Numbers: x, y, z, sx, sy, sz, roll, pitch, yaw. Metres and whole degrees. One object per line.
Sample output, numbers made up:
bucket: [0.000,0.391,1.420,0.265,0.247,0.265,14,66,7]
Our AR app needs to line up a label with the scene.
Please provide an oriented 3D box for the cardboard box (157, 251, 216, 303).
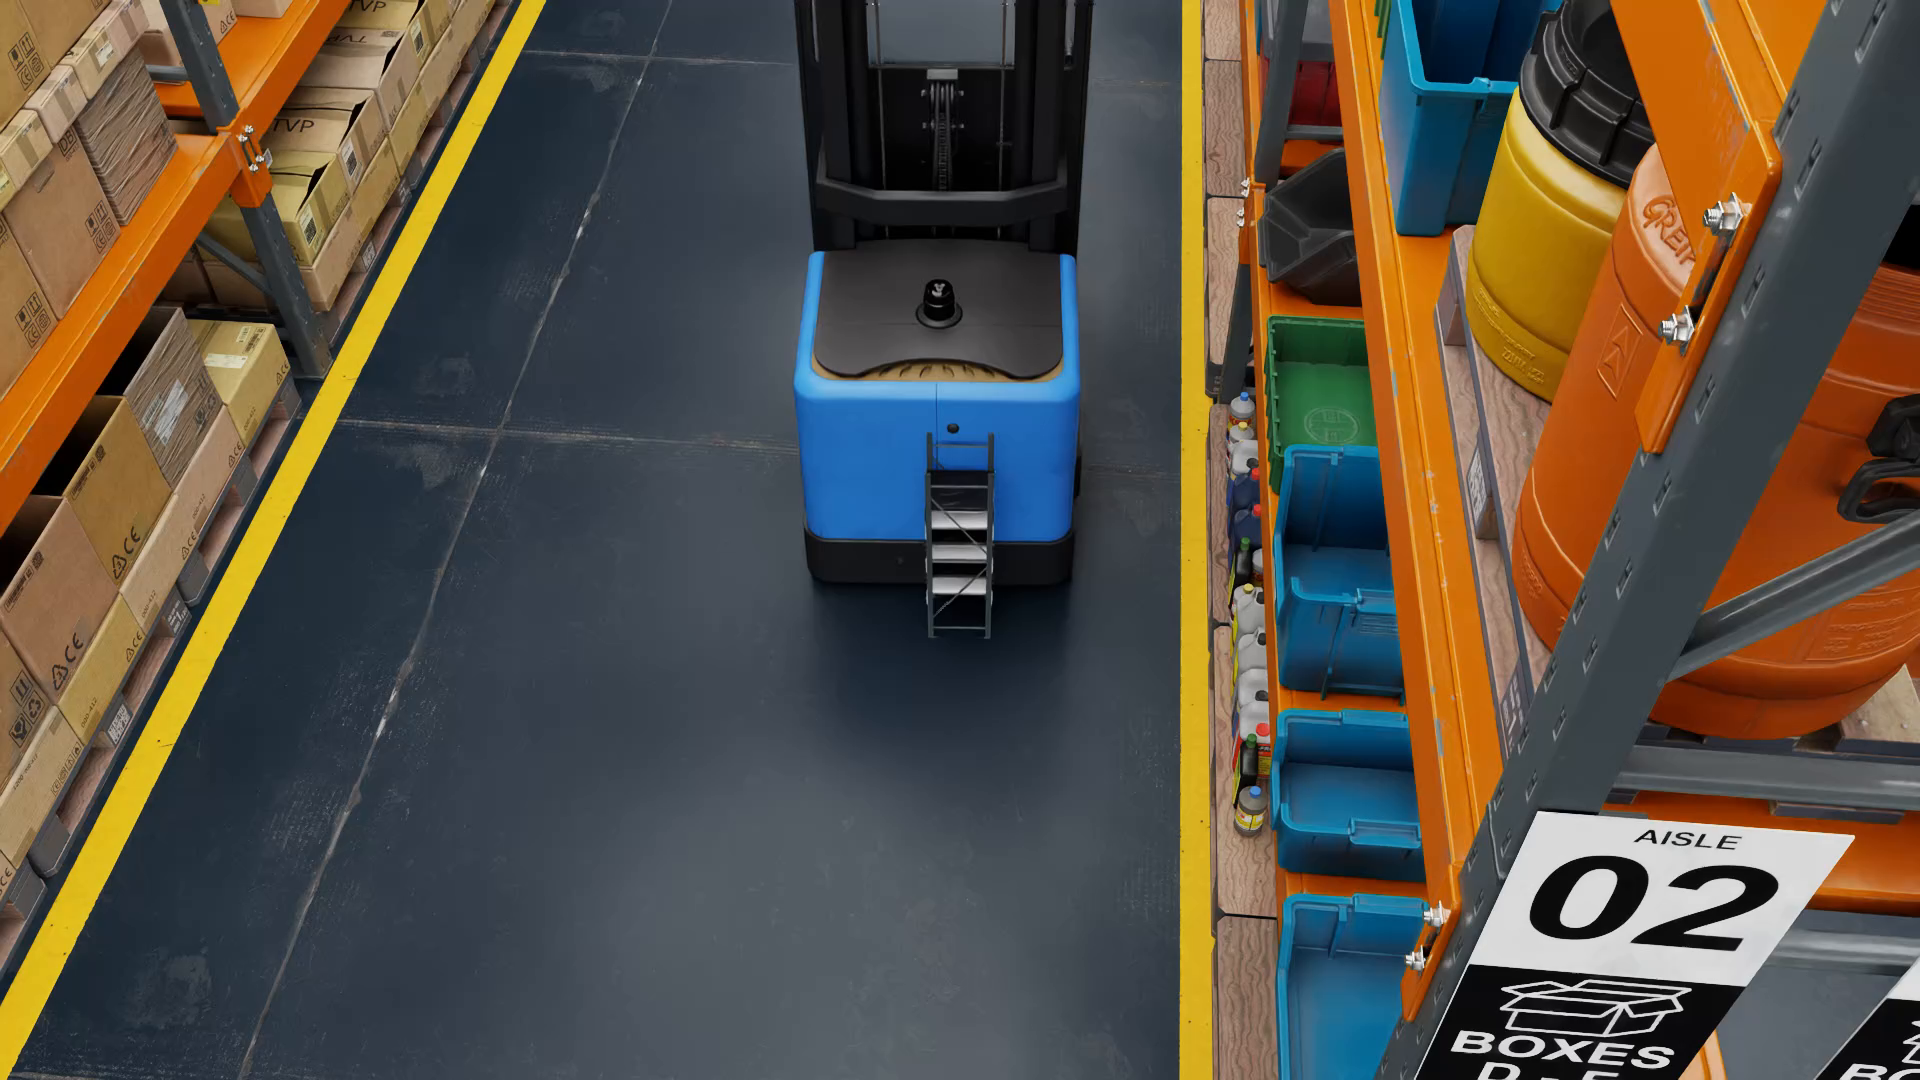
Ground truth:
cardboard box: [-3.580,-1.341,7.548,0.500,0.250,0.500,3,48,3]

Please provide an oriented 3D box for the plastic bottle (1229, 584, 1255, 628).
plastic bottle: [1.050,0.239,6.122,0.097,0.201,0.097,0,48,0]

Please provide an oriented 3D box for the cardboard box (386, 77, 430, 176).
cardboard box: [-2.953,-2.053,8.199,0.500,0.250,0.500,3,48,2]

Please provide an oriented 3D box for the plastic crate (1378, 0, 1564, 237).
plastic crate: [1.112,-0.956,3.596,0.392,0.384,0.575,4,48,4]

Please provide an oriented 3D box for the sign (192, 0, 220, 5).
sign: [-2.776,-2.085,6.010,0.100,0.325,0.005,4,48,4]

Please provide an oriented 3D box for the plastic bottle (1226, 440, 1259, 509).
plastic bottle: [1.135,-0.252,6.521,0.152,0.276,0.135,5,48,5]

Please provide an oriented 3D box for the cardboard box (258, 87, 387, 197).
cardboard box: [-2.993,-1.860,7.643,0.500,0.311,0.500,3,48,3]

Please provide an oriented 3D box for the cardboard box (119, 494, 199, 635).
cardboard box: [-3.240,0.074,6.254,0.500,0.250,0.500,4,48,4]

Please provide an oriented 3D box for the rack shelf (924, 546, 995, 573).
rack shelf: [-0.001,0.022,6.191,0.258,0.077,0.200,1,48,1]

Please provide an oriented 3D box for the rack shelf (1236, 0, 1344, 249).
rack shelf: [1.785,-2.694,7.694,1.077,0.370,4.000,4,48,4]

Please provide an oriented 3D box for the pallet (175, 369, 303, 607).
pallet: [-3.444,-0.280,6.889,1.003,0.211,1.213,4,48,4]

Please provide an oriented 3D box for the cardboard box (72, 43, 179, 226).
cardboard box: [-3.363,-1.510,6.057,0.700,0.500,0.500,3,48,3]

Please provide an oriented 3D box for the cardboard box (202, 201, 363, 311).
cardboard box: [-3.046,-1.296,7.508,0.500,0.250,0.500,3,48,3]

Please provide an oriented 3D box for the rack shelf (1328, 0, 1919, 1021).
rack shelf: [1.421,-0.767,3.899,1.077,0.370,4.000,4,48,4]

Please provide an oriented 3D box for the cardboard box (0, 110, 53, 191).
cardboard box: [-3.210,-1.274,5.401,0.380,0.149,0.250,4,48,3]

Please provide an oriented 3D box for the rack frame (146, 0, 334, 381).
rack frame: [-3.329,-1.803,6.392,1.000,3.000,0.127,4,48,4]

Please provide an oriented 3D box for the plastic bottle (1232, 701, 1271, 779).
plastic bottle: [1.020,0.681,5.668,0.152,0.276,0.135,4,48,4]

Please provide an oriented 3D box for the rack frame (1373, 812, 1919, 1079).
rack frame: [1.239,1.472,3.396,1.000,3.000,0.127,4,48,4]

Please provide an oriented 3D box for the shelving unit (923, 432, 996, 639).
shelving unit: [-0.001,0.000,6.166,0.258,0.900,0.210,1,48,1]

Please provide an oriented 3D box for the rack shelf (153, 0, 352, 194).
rack shelf: [-3.147,-3.030,8.002,1.077,0.370,4.000,4,48,4]

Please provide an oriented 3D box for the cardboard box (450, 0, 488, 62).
cardboard box: [-2.862,-2.804,8.887,0.500,0.250,0.500,5,48,4]

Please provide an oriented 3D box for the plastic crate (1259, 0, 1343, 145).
plastic crate: [1.342,-1.865,6.405,0.402,0.464,0.583,4,48,4]

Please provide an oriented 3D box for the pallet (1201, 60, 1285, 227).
pallet: [1.745,-2.004,8.466,1.003,0.211,1.213,4,48,4]

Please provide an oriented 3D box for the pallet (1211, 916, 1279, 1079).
pallet: [1.278,1.758,5.025,1.003,0.211,1.213,4,48,4]

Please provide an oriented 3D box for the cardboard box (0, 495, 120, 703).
cardboard box: [-3.284,0.189,5.641,0.500,0.500,0.500,4,48,4]

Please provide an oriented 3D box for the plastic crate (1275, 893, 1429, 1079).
plastic crate: [0.986,1.135,3.806,0.499,0.251,0.616,4,48,4]

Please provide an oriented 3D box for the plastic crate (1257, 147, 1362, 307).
plastic crate: [1.429,-1.070,5.764,0.767,0.338,0.504,4,48,4]

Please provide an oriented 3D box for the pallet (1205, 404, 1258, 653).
pallet: [1.500,-0.035,6.665,1.003,0.211,1.213,4,48,4]

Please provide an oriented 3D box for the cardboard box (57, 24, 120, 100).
cardboard box: [-3.165,-1.660,5.754,0.380,0.149,0.250,3,48,3]

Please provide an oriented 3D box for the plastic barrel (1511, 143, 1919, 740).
plastic barrel: [1.156,-0.192,2.311,0.600,0.830,0.708,4,48,4]

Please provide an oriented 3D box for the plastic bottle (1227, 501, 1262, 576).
plastic bottle: [1.099,-0.017,6.256,0.144,0.351,0.185,2,48,2]

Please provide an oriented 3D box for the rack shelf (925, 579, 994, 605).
rack shelf: [-0.001,0.144,6.324,0.258,0.077,0.200,1,48,1]

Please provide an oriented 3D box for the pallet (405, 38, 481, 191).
pallet: [-3.192,-2.305,8.741,1.003,0.211,1.213,4,48,4]

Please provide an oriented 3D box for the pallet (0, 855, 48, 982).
pallet: [-3.666,1.513,5.249,1.003,0.211,1.213,4,48,4]

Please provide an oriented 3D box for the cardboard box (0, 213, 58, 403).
cardboard box: [-3.455,-0.754,5.365,0.700,0.500,0.500,5,48,4]

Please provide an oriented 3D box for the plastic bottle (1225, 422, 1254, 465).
plastic bottle: [1.128,-0.392,6.700,0.097,0.201,0.097,0,48,0]

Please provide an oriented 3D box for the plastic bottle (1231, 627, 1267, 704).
plastic bottle: [1.043,0.432,5.845,0.144,0.351,0.185,6,48,5]

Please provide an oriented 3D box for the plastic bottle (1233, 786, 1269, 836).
plastic bottle: [0.969,0.889,5.528,0.097,0.201,0.097,0,48,0]

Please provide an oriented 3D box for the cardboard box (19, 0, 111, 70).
cardboard box: [-3.363,-1.948,5.578,0.700,0.500,0.500,4,48,4]

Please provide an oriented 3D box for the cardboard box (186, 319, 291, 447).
cardboard box: [-3.154,-0.661,6.927,0.500,0.250,0.500,4,48,4]

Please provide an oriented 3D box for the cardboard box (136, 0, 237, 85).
cardboard box: [-3.328,-2.117,6.781,0.500,0.250,0.500,7,48,6]

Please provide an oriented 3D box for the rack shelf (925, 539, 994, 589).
rack shelf: [-0.001,0.083,6.257,0.258,0.077,0.200,1,48,1]

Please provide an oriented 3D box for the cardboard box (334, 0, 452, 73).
cardboard box: [-2.905,-2.623,8.341,0.500,0.311,0.500,5,48,5]

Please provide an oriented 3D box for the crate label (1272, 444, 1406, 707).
crate label: [1.137,0.090,4.637,0.502,0.435,0.616,4,48,4]

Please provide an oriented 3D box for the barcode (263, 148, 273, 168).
barcode: [-2.891,-1.591,6.944,0.001,0.075,0.075,4,48,4]

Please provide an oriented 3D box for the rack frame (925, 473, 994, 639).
rack frame: [-0.003,0.075,6.098,0.240,0.900,0.006,1,48,1]

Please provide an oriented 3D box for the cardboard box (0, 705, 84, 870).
cardboard box: [-3.336,0.809,5.582,0.500,0.250,0.500,4,48,4]

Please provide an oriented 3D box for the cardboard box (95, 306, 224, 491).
cardboard box: [-3.211,-0.548,6.315,0.500,0.500,0.500,4,48,4]

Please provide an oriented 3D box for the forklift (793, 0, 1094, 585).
forklift: [-0.055,-1.886,6.515,1.130,2.935,3.031,1,48,1]

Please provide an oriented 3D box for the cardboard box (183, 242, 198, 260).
cardboard box: [-3.578,-1.523,7.335,0.500,0.311,0.500,4,48,4]
